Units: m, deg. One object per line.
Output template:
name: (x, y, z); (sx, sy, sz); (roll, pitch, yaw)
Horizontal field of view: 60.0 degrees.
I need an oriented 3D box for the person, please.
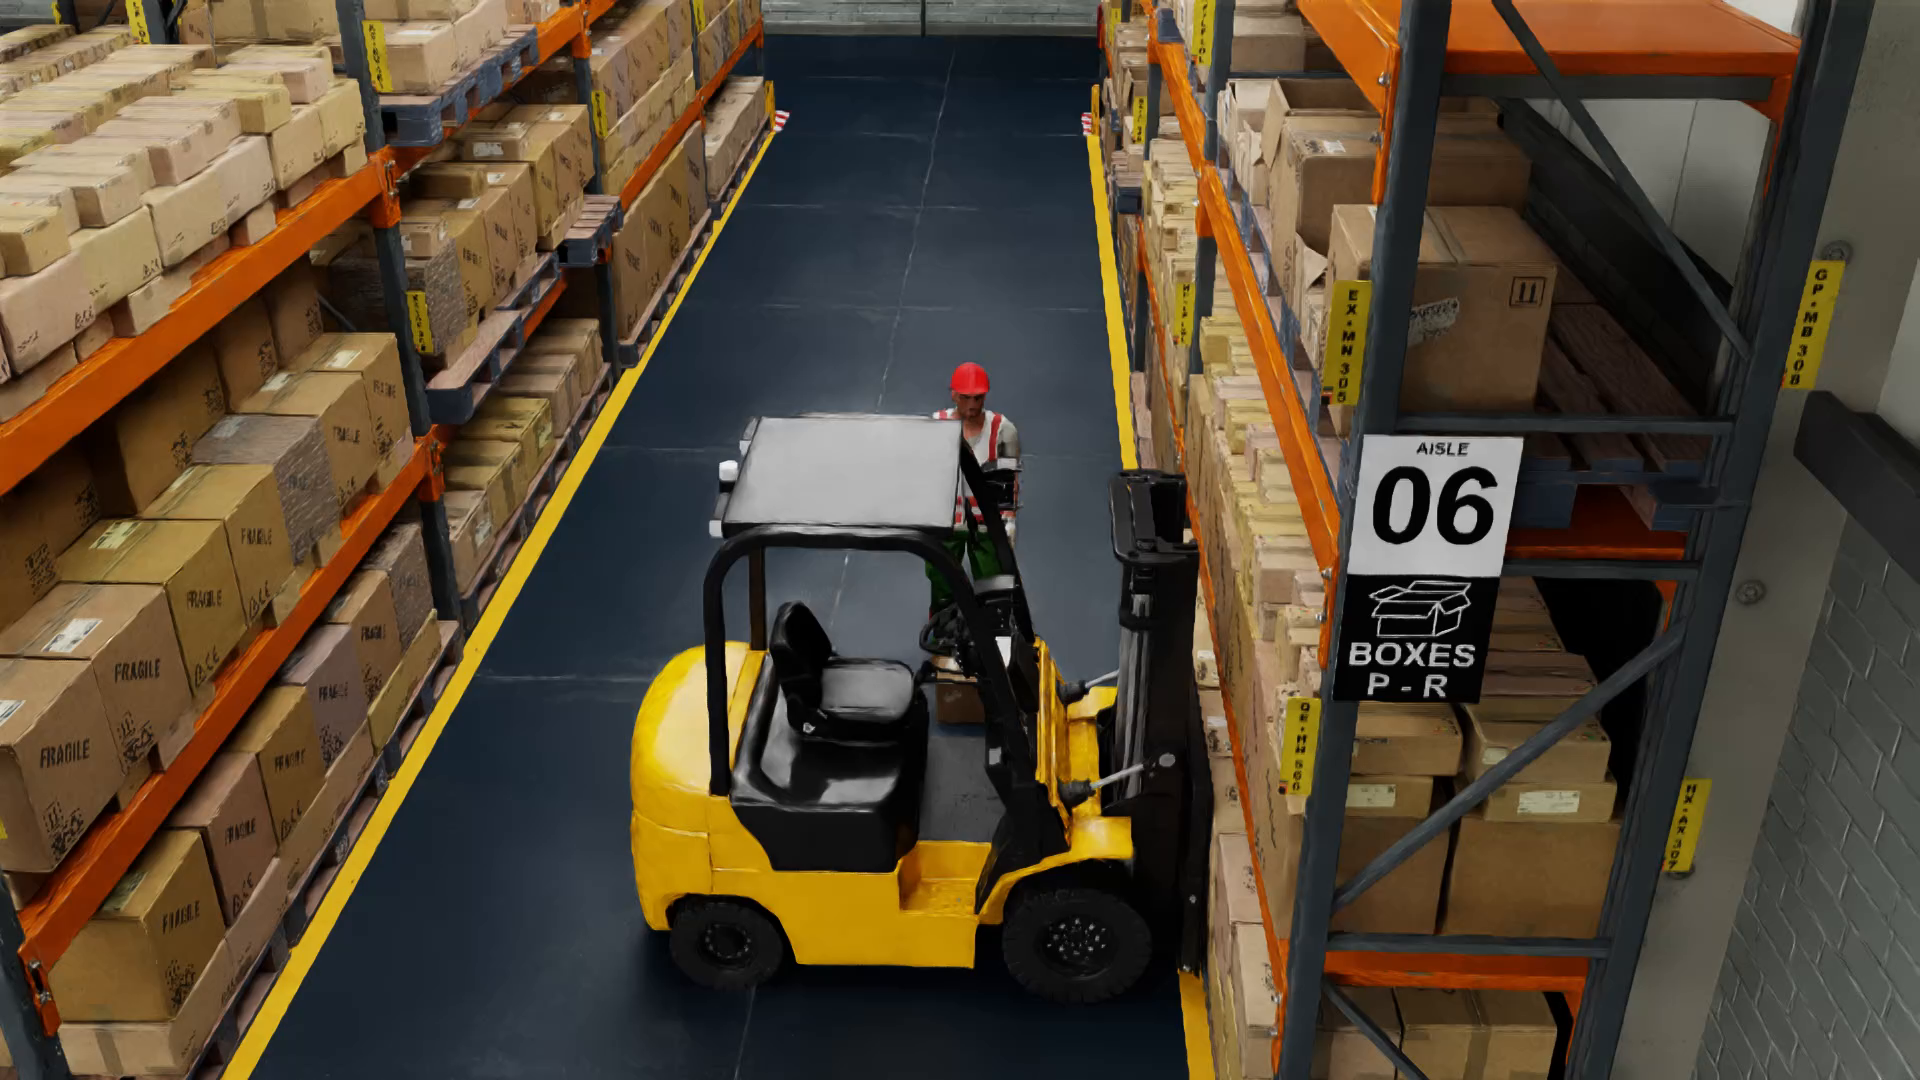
person: (0.045, -0.091, 8.789); (0.525, 1.788, 0.341); (2, 28, 3)
